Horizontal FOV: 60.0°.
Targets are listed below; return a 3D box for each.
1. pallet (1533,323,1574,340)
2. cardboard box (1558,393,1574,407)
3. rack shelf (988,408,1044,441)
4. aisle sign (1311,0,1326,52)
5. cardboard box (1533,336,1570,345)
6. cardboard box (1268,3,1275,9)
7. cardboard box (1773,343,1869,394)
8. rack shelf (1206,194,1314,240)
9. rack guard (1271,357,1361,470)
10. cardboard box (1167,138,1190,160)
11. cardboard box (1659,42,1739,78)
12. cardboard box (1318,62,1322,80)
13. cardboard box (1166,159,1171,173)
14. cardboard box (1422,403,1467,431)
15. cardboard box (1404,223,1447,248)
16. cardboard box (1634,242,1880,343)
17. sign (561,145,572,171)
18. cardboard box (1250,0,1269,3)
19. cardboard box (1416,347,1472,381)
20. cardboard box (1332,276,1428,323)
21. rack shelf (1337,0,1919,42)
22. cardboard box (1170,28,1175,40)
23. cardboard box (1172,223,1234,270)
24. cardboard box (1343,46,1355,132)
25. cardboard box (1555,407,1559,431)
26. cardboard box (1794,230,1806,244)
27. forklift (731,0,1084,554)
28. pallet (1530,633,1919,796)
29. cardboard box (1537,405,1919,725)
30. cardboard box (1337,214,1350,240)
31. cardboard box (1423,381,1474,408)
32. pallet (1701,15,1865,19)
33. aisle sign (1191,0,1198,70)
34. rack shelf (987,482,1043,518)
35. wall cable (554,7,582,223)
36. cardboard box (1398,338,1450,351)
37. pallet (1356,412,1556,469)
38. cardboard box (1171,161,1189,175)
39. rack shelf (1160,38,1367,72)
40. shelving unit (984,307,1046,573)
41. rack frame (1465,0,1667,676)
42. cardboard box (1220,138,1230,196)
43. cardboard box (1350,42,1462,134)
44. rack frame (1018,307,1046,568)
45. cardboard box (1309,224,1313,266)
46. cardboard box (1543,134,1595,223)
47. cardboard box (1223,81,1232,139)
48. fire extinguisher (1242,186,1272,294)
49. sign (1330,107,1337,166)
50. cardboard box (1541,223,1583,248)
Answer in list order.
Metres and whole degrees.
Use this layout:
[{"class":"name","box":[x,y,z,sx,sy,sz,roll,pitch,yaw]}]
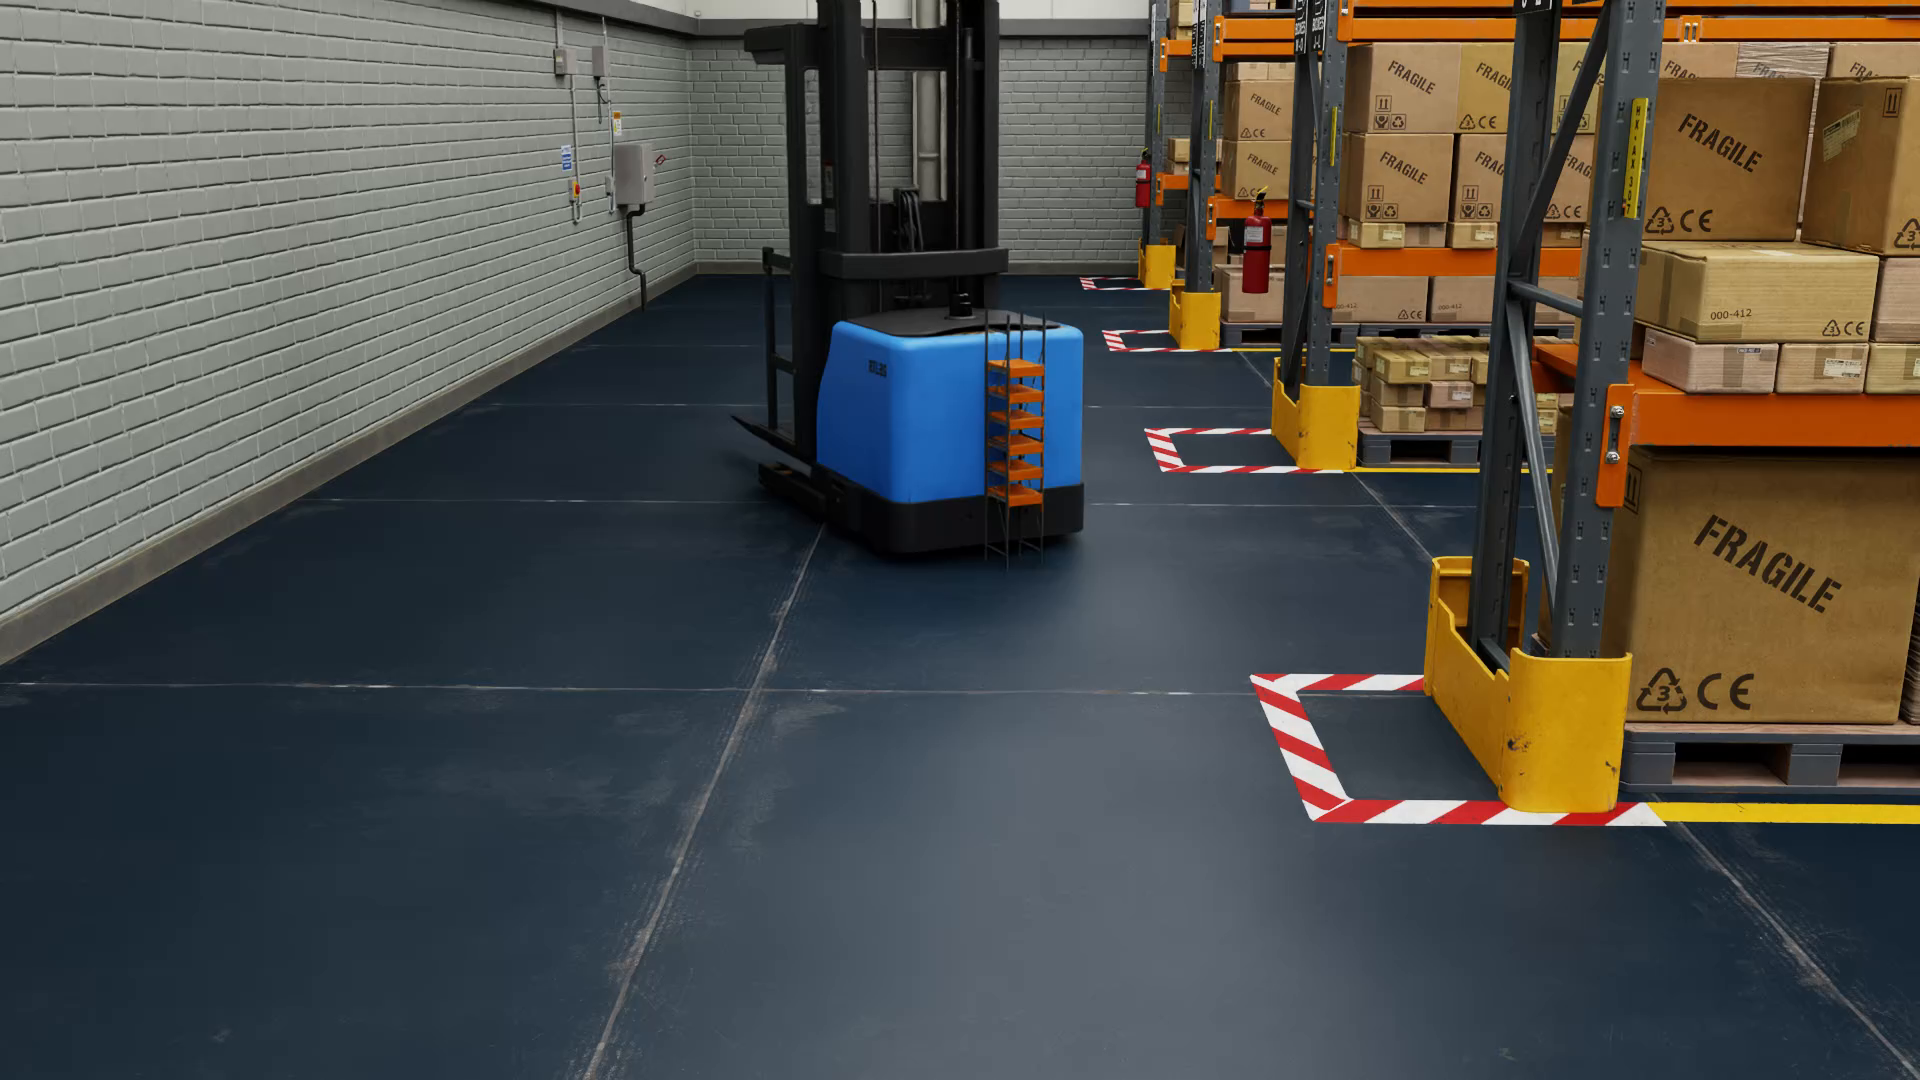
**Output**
[{"class":"pallet","box":[5.406,-1.933,15.252,1.213,0.211,1.003,0,15,1]},{"class":"cardboard box","box":[3.698,-0.917,10.117,0.250,0.149,0.380,0,15,-1]},{"class":"rack shelf","box":[0.252,-0.538,7.731,0.180,0.103,0.258,-7,16,-25]},{"class":"aisle sign","box":[2.060,-3.200,9.494,0.004,0.787,0.394,0,15,1]},{"class":"cardboard box","box":[3.715,-1.202,10.614,0.250,0.149,0.380,1,15,4]},{"class":"cardboard box","box":[3.745,-5.993,19.005,0.500,0.250,0.500,0,15,0]},{"class":"cardboard box","box":[2.516,-0.546,5.021,0.250,0.149,0.380,0,15,1]},{"class":"rack shelf","box":[4.165,-2.921,14.943,4.000,0.370,1.077,0,15,1]},{"class":"rack guard","box":[2.216,-0.810,10.431,0.348,0.500,1.175,0,15,1]},{"class":"cardboard box","box":[2.756,-4.684,19.925,0.500,0.250,0.500,1,15,3]},{"class":"cardboard box","box":[4.116,-2.611,9.618,0.500,0.500,0.500,0,15,0]},{"class":"cardboard box","box":[3.034,-4.040,14.347,0.250,0.149,0.380,1,15,3]},{"class":"cardboard box","box":[2.627,-4.493,19.982,0.250,0.149,0.380,0,15,1]},{"class":"cardboard box","box":[2.920,-0.778,10.174,0.250,0.149,0.380,0,15,1]},{"class":"cardboard box","box":[2.712,-1.821,9.855,0.250,0.149,0.380,1,15,3]},{"class":"cardboard box","box":[2.386,-0.754,5.030,0.500,0.250,0.500,0,15,0]},{"class":"sign","box":[-3.534,-3.432,14.938,0.001,0.218,0.327,0,15,1]},{"class":"cardboard box","box":[3.234,-6.237,18.949,0.500,0.250,0.500,0,15,1]},{"class":"cardboard box","box":[2.934,-1.070,10.116,0.250,0.149,0.380,1,15,2]},{"class":"cardboard box","box":[3.743,-2.264,15.240,0.875,0.438,0.875,1,15,3]},{"class":"rack shelf","box":[4.140,-3.109,9.773,4.000,0.370,1.077,0,15,1]},{"class":"cardboard box","box":[2.615,-5.934,19.564,0.250,0.149,0.380,1,15,3]},{"class":"cardboard box","box":[2.898,-3.516,19.857,0.637,0.503,0.797,0,15,-1]},{"class":"cardboard box","box":[2.604,-2.755,10.165,0.500,0.500,0.500,0,15,0]},{"class":"cardboard box","box":[3.678,-0.771,10.148,0.250,0.149,0.380,0,15,2]},{"class":"cardboard box","box":[2.911,-0.887,5.535,0.500,0.250,0.500,0,15,0]},{"class":"forklift","box":[-0.481,-1.683,8.973,1.130,2.935,3.031,-7,16,-25]},{"class":"pallet","box":[2.714,0.579,5.734,1.213,0.211,1.003,0,15,1]},{"class":"cardboard box","box":[2.555,0.053,5.601,0.875,0.875,0.875,0,15,1]},{"class":"cardboard box","box":[2.474,-1.968,10.411,0.250,0.149,0.380,0,15,1]},{"class":"cardboard box","box":[2.930,-0.903,10.064,0.250,0.149,0.380,0,15,1]},{"class":"pallet","box":[7.082,-4.621,14.469,1.217,0.209,0.805,0,15,-1]},{"class":"aisle sign","box":[2.102,-4.619,14.871,0.004,0.787,0.394,0,15,1]},{"class":"rack shelf","box":[0.252,-0.190,7.823,0.180,0.103,0.258,-7,16,-25]},{"class":"wall cable","box":[-3.472,-3.819,14.884,0.123,1.953,0.585,0,15,1]},{"class":"cardboard box","box":[2.926,-1.176,10.518,0.250,0.149,0.380,1,15,3]},{"class":"pallet","box":[3.028,-0.656,10.413,1.213,0.211,1.003,0,15,1]},{"class":"cardboard box","box":[2.611,-4.355,19.458,0.250,0.149,0.380,0,15,1]},{"class":"rack shelf","box":[4.288,-5.638,19.359,4.000,0.370,1.077,0,15,1]},{"class":"shelving unit","box":[0.252,-0.465,7.751,0.189,1.200,0.258,-7,16,-25]},{"class":"rack frame","box":[1.913,-0.755,5.322,0.127,3.000,1.000,0,15,1]},{"class":"cardboard box","box":[2.655,-3.395,15.132,0.500,0.500,0.500,0,15,2]},{"class":"cardboard box","box":[2.583,-2.624,9.668,0.500,0.500,0.500,0,15,1]},{"class":"rack frame","box":[0.335,-0.475,7.789,0.006,1.200,0.240,-7,16,-25]},{"class":"cardboard box","box":[4.277,-3.470,19.689,0.500,0.500,0.500,1,15,2]},{"class":"cardboard box","box":[3.607,-2.135,9.772,0.500,0.500,0.500,1,15,2]},{"class":"cardboard box","box":[2.654,-3.872,14.979,0.500,0.500,0.500,1,15,3]},{"class":"fire extinguisher","box":[1.901,-1.921,10.624,0.183,0.674,0.296,0,15,1]},{"class":"sign","box":[2.127,-2.300,9.479,0.005,0.325,0.100,0,15,1]},{"class":"cardboard box","box":[3.512,-1.831,9.892,0.250,0.149,0.380,0,15,1]}]
